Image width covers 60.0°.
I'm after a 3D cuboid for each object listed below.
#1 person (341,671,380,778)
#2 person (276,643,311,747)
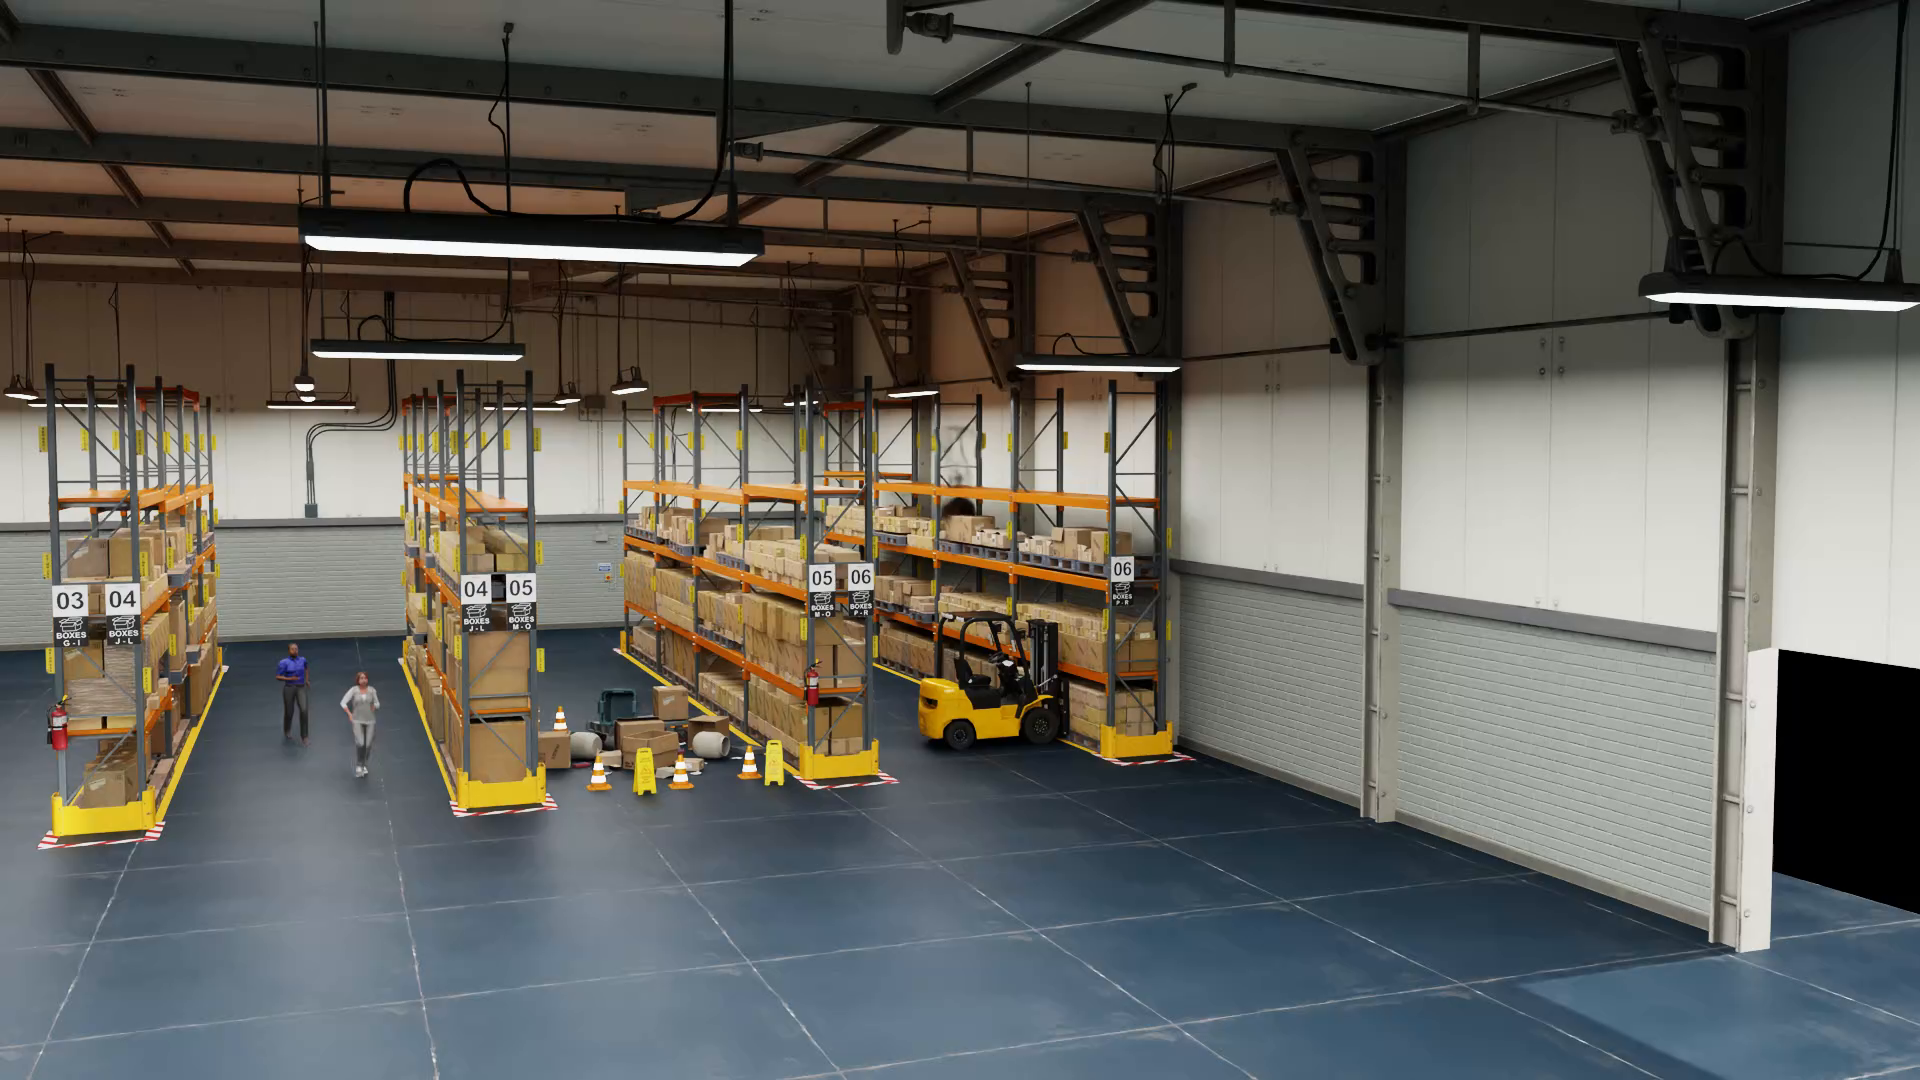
[{"bbox_3d":[-8.911,2.756,24.812,0.521,1.588,0.613,-2,4,-33],"label":"person"},{"bbox_3d":[-11.059,2.549,27.605,0.570,1.701,0.845,-2,4,-33],"label":"person"}]
